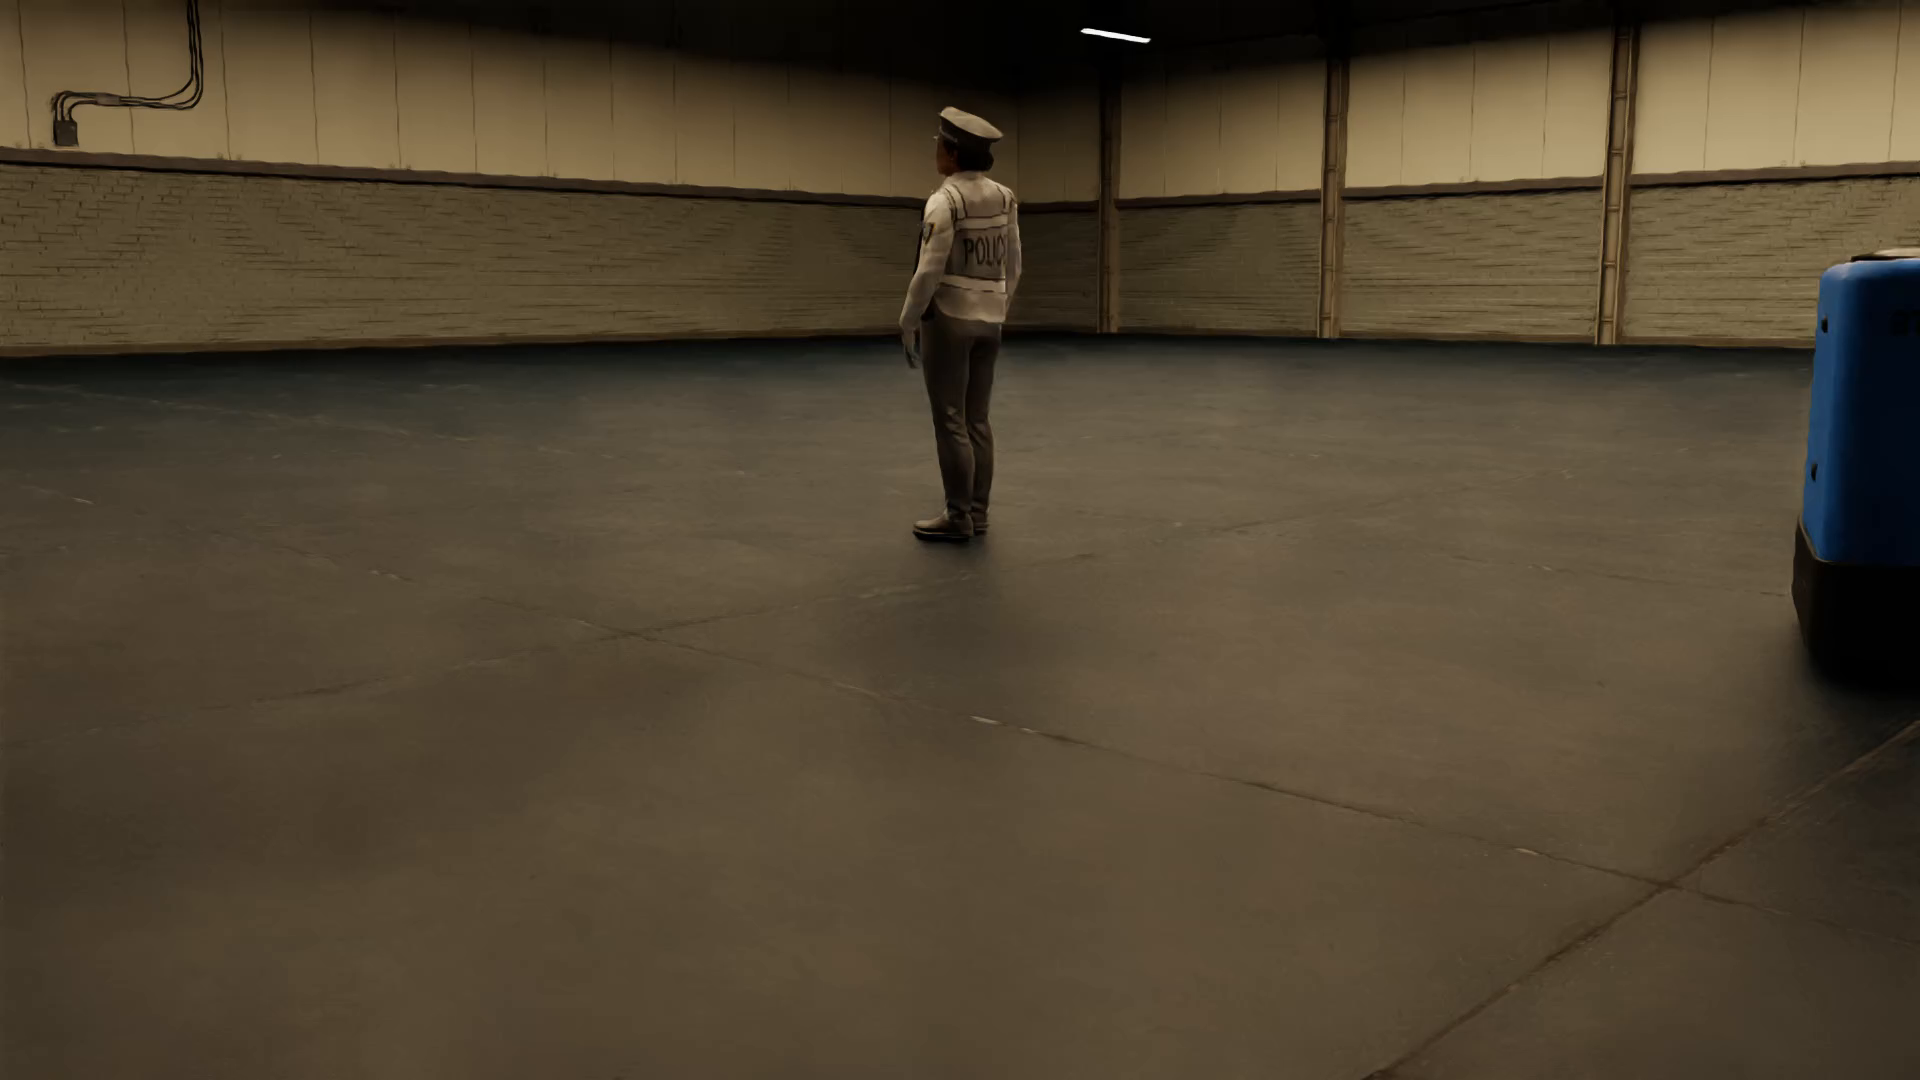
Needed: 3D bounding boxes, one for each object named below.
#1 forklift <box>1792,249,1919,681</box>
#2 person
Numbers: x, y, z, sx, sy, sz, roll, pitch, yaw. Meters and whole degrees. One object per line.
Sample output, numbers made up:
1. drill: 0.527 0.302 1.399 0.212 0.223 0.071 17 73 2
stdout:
1. forklift: 3.776 -1.062 3.926 3.031 2.935 1.130 4 9 24
2. person: -0.044 -0.853 6.641 0.532 1.695 0.586 8 12 43
